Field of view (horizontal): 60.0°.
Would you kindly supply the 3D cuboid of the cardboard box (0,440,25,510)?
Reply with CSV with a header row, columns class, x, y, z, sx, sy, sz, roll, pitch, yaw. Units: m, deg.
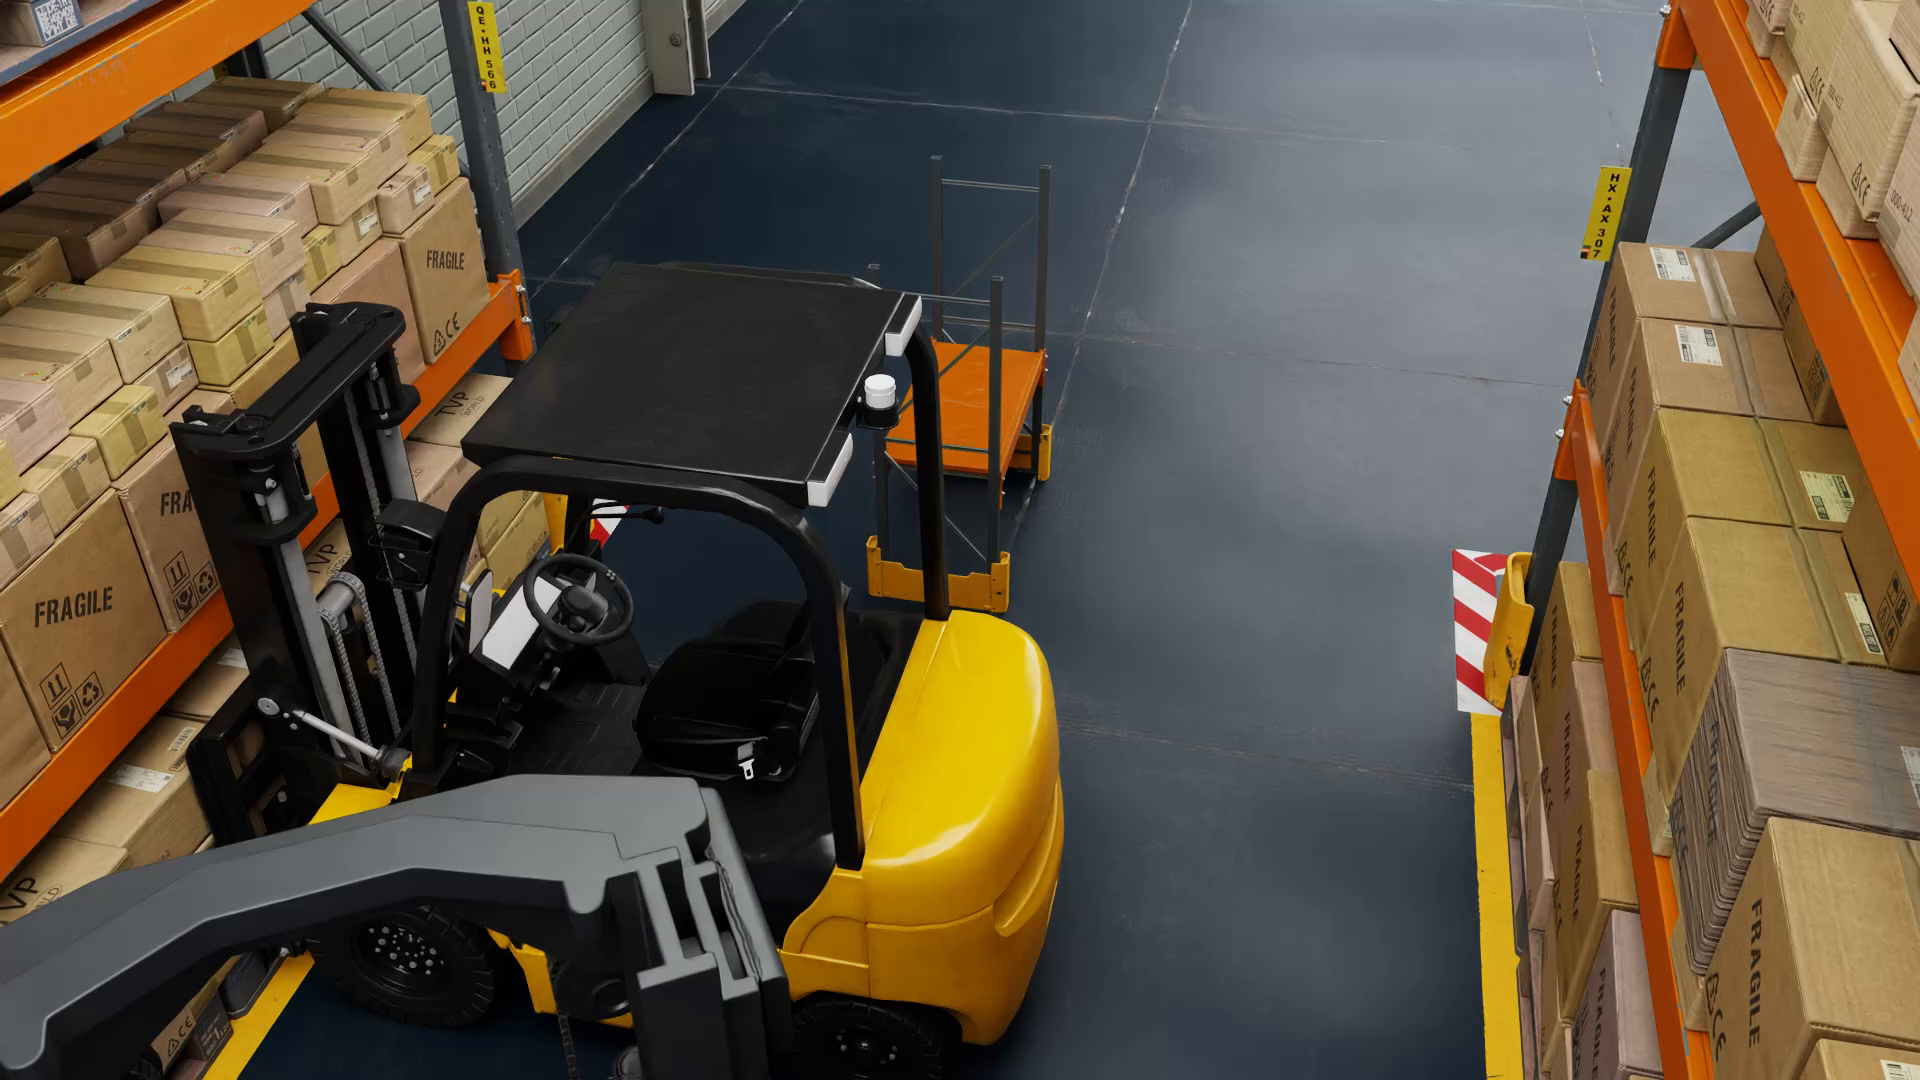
class,x,y,z,sx,sy,sz,roll,pitch,yaw
cardboard box,-2.511,-0.134,3.988,0.380,0.149,0.250,7,36,9

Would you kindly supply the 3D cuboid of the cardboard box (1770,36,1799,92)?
class,x,y,z,sx,sy,sz,roll,pitch,yaw
cardboard box,2.162,-1.152,3.941,0.380,0.149,0.250,7,37,10

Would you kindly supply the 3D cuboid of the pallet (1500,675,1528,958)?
class,x,y,z,sx,sy,sz,roll,pitch,yaw
pallet,2.414,0.991,5.703,1.003,0.211,1.213,7,37,10

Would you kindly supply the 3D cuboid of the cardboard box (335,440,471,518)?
class,x,y,z,sx,sy,sz,roll,pitch,yaw
cardboard box,-2.109,-0.128,6.004,0.500,0.250,0.500,8,37,11

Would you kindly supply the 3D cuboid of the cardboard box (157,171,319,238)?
class,x,y,z,sx,sy,sz,roll,pitch,yaw
cardboard box,-2.260,-1.023,5.214,0.380,0.149,0.250,8,37,10

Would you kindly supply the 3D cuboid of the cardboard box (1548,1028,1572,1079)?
class,x,y,z,sx,sy,sz,roll,pitch,yaw
cardboard box,1.864,1.623,4.439,0.500,0.250,0.500,8,37,11

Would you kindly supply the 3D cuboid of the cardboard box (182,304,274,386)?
class,x,y,z,sx,sy,sz,roll,pitch,yaw
cardboard box,-2.262,-0.594,4.875,0.380,0.149,0.250,8,37,10

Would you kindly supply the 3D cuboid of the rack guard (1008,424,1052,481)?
class,x,y,z,sx,sy,sz,roll,pitch,yaw
rack guard,0.123,-0.430,7.631,0.587,0.250,0.087,7,37,10

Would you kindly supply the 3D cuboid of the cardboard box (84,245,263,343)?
class,x,y,z,sx,sy,sz,roll,pitch,yaw
cardboard box,-2.257,-0.711,4.783,0.380,0.149,0.250,8,37,11

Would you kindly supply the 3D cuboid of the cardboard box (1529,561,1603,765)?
class,x,y,z,sx,sy,sz,roll,pitch,yaw
cardboard box,2.191,0.438,5.436,0.500,0.500,0.500,6,36,8

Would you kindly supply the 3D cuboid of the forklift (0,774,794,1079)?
class,x,y,z,sx,sy,sz,roll,pitch,yaw
forklift,-0.474,1.874,2.166,1.130,2.935,3.031,-13,38,-17

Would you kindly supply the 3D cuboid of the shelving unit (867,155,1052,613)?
class,x,y,z,sx,sy,sz,roll,pitch,yaw
shelving unit,0.016,-0.651,6.870,0.587,1.500,1.083,7,37,10

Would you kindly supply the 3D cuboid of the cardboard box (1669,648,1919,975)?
class,x,y,z,sx,sy,sz,roll,pitch,yaw
cardboard box,1.845,0.609,3.515,0.500,0.500,0.500,8,37,11

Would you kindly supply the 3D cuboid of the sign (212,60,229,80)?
class,x,y,z,sx,sy,sz,roll,pitch,yaw
sign,-2.753,-1.719,6.260,0.100,0.325,0.005,7,37,10

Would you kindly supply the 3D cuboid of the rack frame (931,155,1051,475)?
class,x,y,z,sx,sy,sz,roll,pitch,yaw
rack frame,0.127,-0.948,7.279,0.500,1.500,0.032,7,37,10

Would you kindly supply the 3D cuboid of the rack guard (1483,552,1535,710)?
class,x,y,z,sx,sy,sz,roll,pitch,yaw
rack guard,2.622,0.413,6.255,1.175,0.500,0.348,7,37,10

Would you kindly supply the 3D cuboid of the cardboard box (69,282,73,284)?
class,x,y,z,sx,sy,sz,roll,pitch,yaw
cardboard box,-2.882,-0.676,4.989,0.380,0.149,0.250,9,37,12

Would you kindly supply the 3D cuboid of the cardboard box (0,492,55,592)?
class,x,y,z,sx,sy,sz,roll,pitch,yaw
cardboard box,-2.476,-0.007,4.065,0.380,0.149,0.250,7,37,9

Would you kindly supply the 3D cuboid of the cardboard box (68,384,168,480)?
class,x,y,z,sx,sy,sz,roll,pitch,yaw
cardboard box,-2.392,-0.307,4.479,0.380,0.149,0.250,7,36,9

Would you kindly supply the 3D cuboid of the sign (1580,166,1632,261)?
class,x,y,z,sx,sy,sz,roll,pitch,yaw
sign,2.108,-1.061,5.421,0.100,0.325,0.005,7,37,10

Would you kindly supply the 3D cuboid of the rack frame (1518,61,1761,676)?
class,x,y,z,sx,sy,sz,roll,pitch,yaw
rack frame,2.638,-0.643,5.581,1.000,3.000,0.127,7,37,10

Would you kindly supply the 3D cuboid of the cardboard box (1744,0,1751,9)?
class,x,y,z,sx,sy,sz,roll,pitch,yaw
cardboard box,2.281,-1.445,4.345,0.380,0.149,0.250,6,36,8

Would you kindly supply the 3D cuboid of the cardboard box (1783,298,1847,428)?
class,x,y,z,sx,sy,sz,roll,pitch,yaw
cardboard box,2.627,-0.599,4.330,0.700,0.500,0.500,8,37,10

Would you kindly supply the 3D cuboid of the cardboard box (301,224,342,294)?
class,x,y,z,sx,sy,sz,roll,pitch,yaw
cardboard box,-2.217,-0.900,5.298,0.380,0.149,0.250,7,37,10

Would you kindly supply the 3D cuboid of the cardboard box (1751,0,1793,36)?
class,x,y,z,sx,sy,sz,roll,pitch,yaw
cardboard box,2.153,-1.375,3.909,0.500,0.250,0.500,7,36,9

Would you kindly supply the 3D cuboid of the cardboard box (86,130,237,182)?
class,x,y,z,sx,sy,sz,roll,pitch,yaw
cardboard box,-2.624,-1.222,5.488,0.380,0.149,0.250,8,37,11

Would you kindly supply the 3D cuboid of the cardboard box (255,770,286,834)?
class,x,y,z,sx,sy,sz,roll,pitch,yaw
cardboard box,-2.328,0.667,5.333,0.500,0.250,0.500,7,37,10

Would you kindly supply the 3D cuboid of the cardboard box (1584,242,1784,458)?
class,x,y,z,sx,sy,sz,roll,pitch,yaw
cardboard box,2.266,-0.567,5.138,0.500,0.500,0.500,7,36,9

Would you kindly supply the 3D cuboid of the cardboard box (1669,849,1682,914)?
class,x,y,z,sx,sy,sz,roll,pitch,yaw
cardboard box,1.852,0.804,3.799,0.380,0.149,0.250,7,36,9

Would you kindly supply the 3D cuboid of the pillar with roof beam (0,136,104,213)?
class,x,y,z,sx,sy,sz,roll,pitch,yaw
pillar with roof beam,0.964,-2.866,3.537,9.100,9.000,0.400,7,37,10

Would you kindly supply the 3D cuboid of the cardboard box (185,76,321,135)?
class,x,y,z,sx,sy,sz,roll,pitch,yaw
cardboard box,-2.492,-1.521,5.901,0.380,0.149,0.250,7,36,9

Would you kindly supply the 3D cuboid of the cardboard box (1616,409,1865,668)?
class,x,y,z,sx,sy,sz,roll,pitch,yaw
cardboard box,2.051,0.022,4.324,0.500,0.500,0.500,7,36,9

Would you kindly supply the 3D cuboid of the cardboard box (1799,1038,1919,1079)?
class,x,y,z,sx,sy,sz,roll,pitch,yaw
cardboard box,1.636,1.203,2.695,0.500,0.500,0.500,6,36,9

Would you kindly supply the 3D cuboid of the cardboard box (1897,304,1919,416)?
class,x,y,z,sx,sy,sz,roll,pitch,yaw
cardboard box,1.787,-0.270,2.725,0.380,0.149,0.250,8,37,11

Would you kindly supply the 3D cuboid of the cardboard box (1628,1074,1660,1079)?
class,x,y,z,sx,sy,sz,roll,pitch,yaw
cardboard box,1.755,1.625,3.798,0.500,0.500,0.500,8,37,11

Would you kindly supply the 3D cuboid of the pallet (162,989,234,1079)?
class,x,y,z,sx,sy,sz,roll,pitch,yaw
pallet,-2.856,1.709,4.713,1.003,0.211,1.213,7,37,10

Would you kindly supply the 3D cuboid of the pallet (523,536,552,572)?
class,x,y,z,sx,sy,sz,roll,pitch,yaw
pallet,-2.334,0.310,6.643,1.003,0.211,1.213,7,37,10

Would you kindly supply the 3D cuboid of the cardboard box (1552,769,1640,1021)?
class,x,y,z,sx,sy,sz,roll,pitch,yaw
cardboard box,1.968,1.025,4.626,0.500,0.500,0.500,8,37,11

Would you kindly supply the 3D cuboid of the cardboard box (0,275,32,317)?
class,x,y,z,sx,sy,sz,roll,pitch,yaw
cardboard box,-2.851,-0.638,4.682,0.380,0.149,0.250,7,37,10

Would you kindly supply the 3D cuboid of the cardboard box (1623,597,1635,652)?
class,x,y,z,sx,sy,sz,roll,pitch,yaw
cardboard box,2.066,0.208,4.621,0.380,0.149,0.250,8,37,11

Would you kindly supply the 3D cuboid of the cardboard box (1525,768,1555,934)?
class,x,y,z,sx,sy,sz,roll,pitch,yaw
cardboard box,2.079,1.020,5.272,0.500,0.250,0.500,9,37,12

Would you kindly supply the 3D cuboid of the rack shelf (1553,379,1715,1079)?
class,x,y,z,sx,sy,sz,roll,pitch,yaw
rack shelf,2.211,0.795,4.210,1.077,0.370,4.000,7,37,10

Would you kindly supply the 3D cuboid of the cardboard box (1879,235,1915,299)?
class,x,y,z,sx,sy,sz,roll,pitch,yaw
cardboard box,1.976,-0.556,3.119,0.380,0.149,0.250,7,37,10

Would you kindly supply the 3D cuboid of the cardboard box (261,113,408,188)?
class,x,y,z,sx,sy,sz,roll,pitch,yaw
cardboard box,-2.105,-1.310,5.609,0.380,0.149,0.250,7,37,10

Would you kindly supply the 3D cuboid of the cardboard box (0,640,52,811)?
class,x,y,z,sx,sy,sz,roll,pitch,yaw
cardboard box,-2.621,0.467,3.964,0.500,0.500,0.500,8,37,11

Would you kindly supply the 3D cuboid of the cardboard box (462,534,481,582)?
class,x,y,z,sx,sy,sz,roll,pitch,yaw
cardboard box,-2.128,0.082,6.140,0.500,0.250,0.500,7,37,10

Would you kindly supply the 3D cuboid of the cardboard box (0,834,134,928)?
class,x,y,z,sx,sy,sz,roll,pitch,yaw
cardboard box,-2.537,1.039,4.394,0.500,0.250,0.500,7,37,10

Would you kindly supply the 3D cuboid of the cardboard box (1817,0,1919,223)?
class,x,y,z,sx,sy,sz,roll,pitch,yaw
cardboard box,1.938,-0.784,3.095,0.500,0.250,0.500,8,37,11

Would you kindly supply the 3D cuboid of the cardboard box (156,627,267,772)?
class,x,y,z,sx,sy,sz,roll,pitch,yaw
cardboard box,-2.323,0.452,5.203,0.500,0.250,0.500,7,36,9

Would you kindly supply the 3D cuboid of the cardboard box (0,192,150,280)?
class,x,y,z,sx,sy,sz,roll,pitch,yaw
cardboard box,-2.723,-0.928,5.083,0.380,0.149,0.250,8,37,11

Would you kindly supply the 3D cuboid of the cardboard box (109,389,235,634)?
class,x,y,z,sx,sy,sz,roll,pitch,yaw
cardboard box,-2.386,-0.109,4.759,0.500,0.500,0.500,8,37,10

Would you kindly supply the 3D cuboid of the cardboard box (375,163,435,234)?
class,x,y,z,sx,sy,sz,roll,pitch,yaw
cardboard box,-2.038,-1.182,5.687,0.380,0.149,0.250,8,37,11

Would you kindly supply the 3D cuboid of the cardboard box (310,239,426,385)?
class,x,y,z,sx,sy,sz,roll,pitch,yaw
cardboard box,-2.180,-0.692,5.564,0.500,0.500,0.500,8,37,11

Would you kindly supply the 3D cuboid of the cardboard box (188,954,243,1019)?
class,x,y,z,sx,sy,sz,roll,pitch,yaw
cardboard box,-2.452,1.148,5.095,0.500,0.250,0.500,8,37,11

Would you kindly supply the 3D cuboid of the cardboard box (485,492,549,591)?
class,x,y,z,sx,sy,sz,roll,pitch,yaw
cardboard box,-2.004,-0.011,6.694,0.500,0.250,0.500,8,37,10

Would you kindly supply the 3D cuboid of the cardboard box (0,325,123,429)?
class,x,y,z,sx,sy,sz,roll,pitch,yaw
cardboard box,-2.475,-0.433,4.399,0.380,0.149,0.250,7,37,10

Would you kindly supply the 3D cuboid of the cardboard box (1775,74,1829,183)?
class,x,y,z,sx,sy,sz,roll,pitch,yaw
cardboard box,1.978,-0.865,3.546,0.380,0.149,0.250,8,37,10

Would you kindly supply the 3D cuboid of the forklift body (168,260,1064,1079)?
class,x,y,z,sx,sy,sz,roll,pitch,yaw
forklift body,-0.835,0.396,4.870,2.313,2.155,1.214,7,37,10
